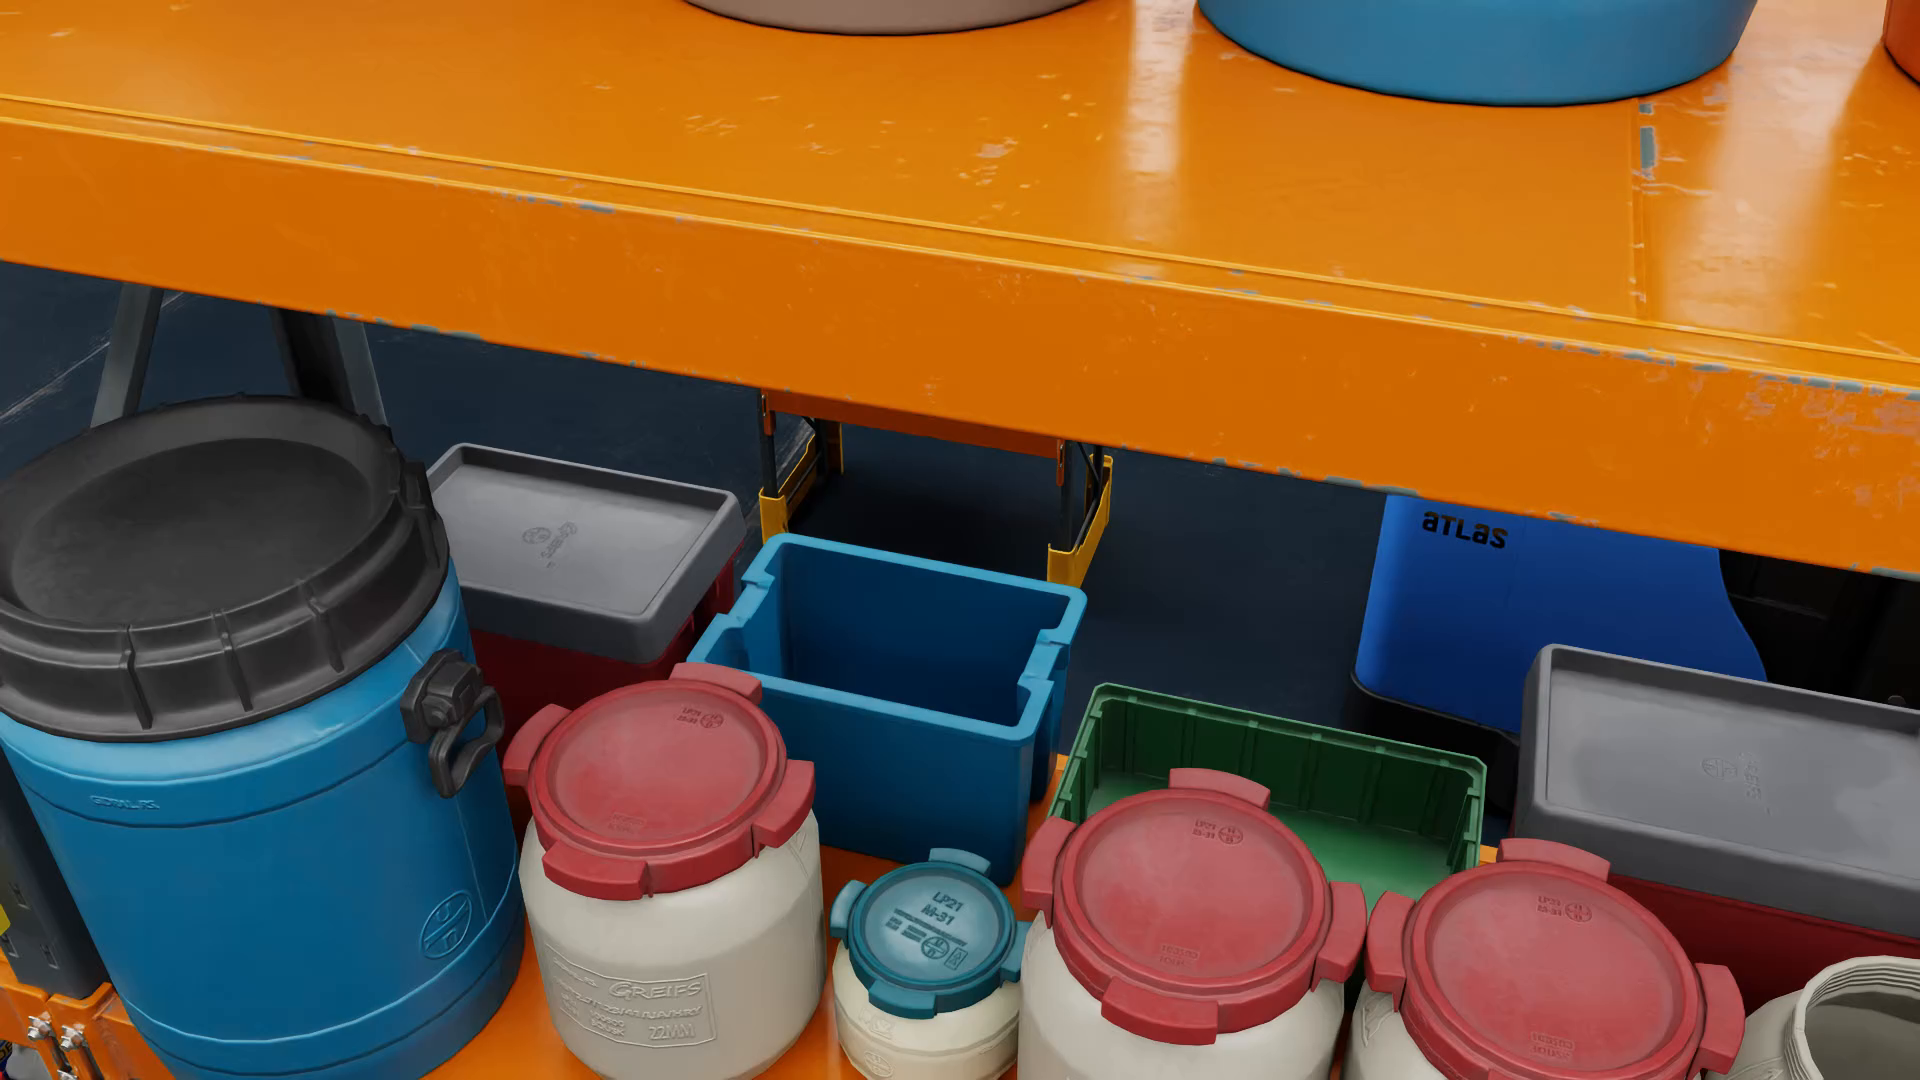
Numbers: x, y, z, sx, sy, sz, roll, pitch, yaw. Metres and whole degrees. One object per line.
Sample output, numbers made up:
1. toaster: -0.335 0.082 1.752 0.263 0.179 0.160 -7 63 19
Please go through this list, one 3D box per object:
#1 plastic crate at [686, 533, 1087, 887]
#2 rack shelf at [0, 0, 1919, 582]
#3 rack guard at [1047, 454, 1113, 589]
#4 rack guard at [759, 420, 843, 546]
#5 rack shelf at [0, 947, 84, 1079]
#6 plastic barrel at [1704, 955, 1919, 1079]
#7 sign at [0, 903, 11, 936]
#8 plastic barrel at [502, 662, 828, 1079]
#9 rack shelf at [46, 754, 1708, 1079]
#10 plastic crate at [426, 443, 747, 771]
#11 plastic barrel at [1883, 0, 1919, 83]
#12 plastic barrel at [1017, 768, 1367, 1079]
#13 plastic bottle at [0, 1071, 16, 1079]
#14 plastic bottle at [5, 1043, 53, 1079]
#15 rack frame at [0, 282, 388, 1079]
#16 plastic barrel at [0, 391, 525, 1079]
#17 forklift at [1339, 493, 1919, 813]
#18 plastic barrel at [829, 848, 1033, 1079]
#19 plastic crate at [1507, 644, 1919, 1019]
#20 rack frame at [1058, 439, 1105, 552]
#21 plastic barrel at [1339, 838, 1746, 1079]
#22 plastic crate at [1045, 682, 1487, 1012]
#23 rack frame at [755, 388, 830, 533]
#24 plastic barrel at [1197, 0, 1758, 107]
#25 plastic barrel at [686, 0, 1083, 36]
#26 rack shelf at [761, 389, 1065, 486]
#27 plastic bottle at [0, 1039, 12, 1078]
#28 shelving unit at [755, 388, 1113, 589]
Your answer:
1. plastic crate: -0.112 0.299 2.827 0.575 0.384 0.392 10 38 14
2. rack shelf: 0.651 -0.292 1.692 4.000 0.370 1.077 10 38 14
3. rack guard: 0.403 -0.026 5.575 0.087 0.250 0.587 10 38 14
4. rack guard: -0.548 -0.202 5.814 0.087 0.250 0.587 10 38 14
5. rack shelf: -3.167 0.209 3.542 4.000 0.370 1.077 10 38 14
6. plastic barrel: 1.113 0.800 2.039 0.421 0.512 0.421 0 36 0
7. sign: -1.432 0.471 2.346 0.005 0.325 0.100 10 38 14
8. plastic barrel: -0.410 0.512 2.410 0.433 0.535 0.433 0 36 0
9. rack shelf: 0.651 0.916 2.581 4.000 0.370 1.077 10 38 14
10. plastic crate: -0.704 0.160 2.948 0.583 0.464 0.402 10 38 14
11. plastic barrel: 1.217 -0.784 1.392 0.708 0.830 0.600 10 38 14
12. plastic barrel: 0.290 0.641 2.234 0.433 0.535 0.433 0 36 0
13. plastic bottle: -1.958 1.212 3.436 0.185 0.351 0.144 10 37 13
14. plastic bottle: -1.915 1.130 3.547 0.185 0.351 0.144 10 38 14
15. rack frame: -1.258 0.273 2.848 0.127 3.000 1.000 10 38 14
16. plastic barrel: -0.979 0.311 2.374 0.708 0.901 0.600 10 38 14
17. forklift: 2.666 -0.423 3.852 3.031 2.935 1.130 15 39 20
18. plastic barrel: -0.040 0.650 2.454 0.301 0.262 0.301 0 36 0
19. plastic crate: 1.109 0.496 2.492 0.583 0.464 0.402 10 38 14
20. rack frame: 0.404 -0.529 5.204 0.032 1.500 0.500 10 38 14
21. plastic barrel: 0.703 0.718 2.130 0.433 0.535 0.433 0 36 0
22. plastic crate: 0.489 0.507 2.710 0.662 0.188 0.450 10 38 14
23. rack frame: -0.567 -0.709 5.448 0.032 1.500 0.500 10 38 14
24. plastic barrel: 0.541 -0.939 1.541 0.708 0.901 0.600 10 38 14
25. plastic barrel: -0.083 -1.054 1.698 0.600 0.901 0.600 0 36 0
26. rack shelf: -0.081 -0.474 5.433 1.000 0.185 0.538 10 38 14
27. plastic bottle: -2.121 1.120 3.624 0.135 0.276 0.152 10 38 14
28. shelving unit: -0.073 -0.618 5.324 1.083 1.500 0.587 10 38 14
